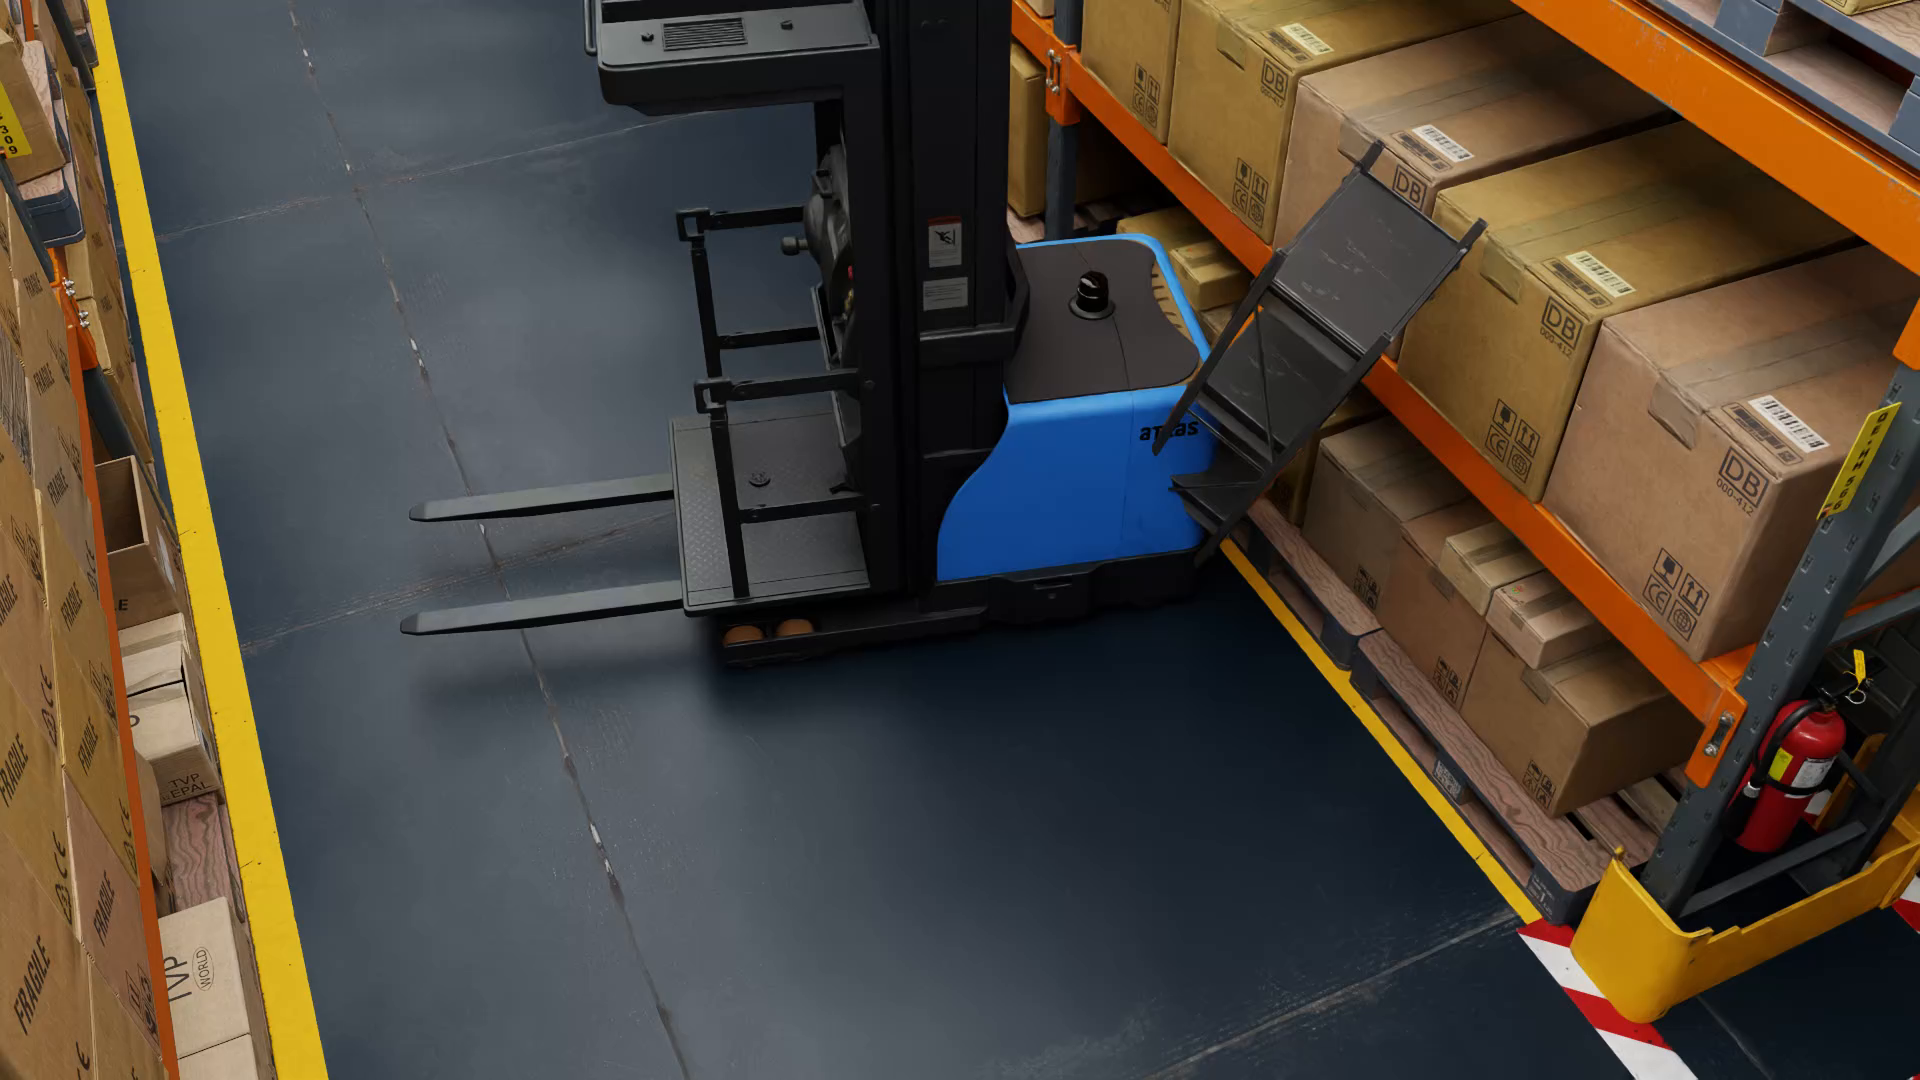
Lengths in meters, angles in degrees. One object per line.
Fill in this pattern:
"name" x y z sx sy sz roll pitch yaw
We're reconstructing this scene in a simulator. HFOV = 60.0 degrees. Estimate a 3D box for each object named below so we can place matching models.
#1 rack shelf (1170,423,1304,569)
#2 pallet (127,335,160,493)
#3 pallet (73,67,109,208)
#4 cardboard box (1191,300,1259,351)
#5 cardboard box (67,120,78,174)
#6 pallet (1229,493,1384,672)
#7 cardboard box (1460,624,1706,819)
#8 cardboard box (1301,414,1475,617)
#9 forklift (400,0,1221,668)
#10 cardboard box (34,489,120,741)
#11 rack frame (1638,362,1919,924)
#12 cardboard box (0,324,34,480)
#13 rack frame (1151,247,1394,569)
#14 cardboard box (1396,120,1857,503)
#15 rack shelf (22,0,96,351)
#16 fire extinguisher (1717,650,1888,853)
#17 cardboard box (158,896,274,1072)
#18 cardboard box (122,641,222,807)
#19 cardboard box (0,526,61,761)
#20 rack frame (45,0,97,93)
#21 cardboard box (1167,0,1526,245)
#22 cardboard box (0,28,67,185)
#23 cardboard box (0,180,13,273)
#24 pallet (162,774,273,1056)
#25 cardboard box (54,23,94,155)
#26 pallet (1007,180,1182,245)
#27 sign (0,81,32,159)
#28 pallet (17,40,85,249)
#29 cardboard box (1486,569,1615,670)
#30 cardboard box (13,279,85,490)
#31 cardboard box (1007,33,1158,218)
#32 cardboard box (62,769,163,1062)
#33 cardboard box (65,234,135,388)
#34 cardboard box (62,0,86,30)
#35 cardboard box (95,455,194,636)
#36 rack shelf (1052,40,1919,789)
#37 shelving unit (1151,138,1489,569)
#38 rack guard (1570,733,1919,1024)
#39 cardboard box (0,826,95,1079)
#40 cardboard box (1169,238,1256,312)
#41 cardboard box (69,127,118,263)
"rack shelf" 0.938 -0.261 6.257 0.431 0.518 0.480 40 70 7
"pallet" -3.998 -0.431 7.036 1.003 0.211 1.213 -18 47 -17
"pallet" -5.024 -1.986 8.612 1.003 0.211 1.213 -18 47 -17
"cardboard box" 1.301 -0.813 6.919 0.700 0.500 0.500 -18 48 -18
"cardboard box" -4.236 -1.787 7.358 0.500 0.250 0.500 -19 48 -18
"pallet" 1.637 -0.103 6.704 1.003 0.211 1.213 -18 47 -17
"cardboard box" 2.168 0.491 5.597 0.700 0.500 0.500 -18 47 -17
"cardboard box" 1.745 -0.148 6.245 0.700 0.500 0.500 -19 48 -19
"forklift" -0.620 -0.965 5.641 3.031 2.935 1.130 -7 45 -7
"cardboard box" -2.526 0.270 4.270 0.500 0.500 0.500 -17 47 -17
"rack frame" 2.553 0.167 4.445 1.000 3.000 0.127 -18 47 -17
"cardboard box" -2.745 -0.415 4.252 0.500 0.500 0.500 -18 47 -17
"rack frame" 0.879 -0.325 5.507 0.400 2.100 0.015 40 70 7
"cardboard box" 2.013 -0.722 5.132 0.980 0.700 0.700 -18 48 -18
"rack shelf" -4.463 -1.935 7.087 1.077 0.370 4.000 -18 47 -17
"fire extinguisher" 2.198 0.560 4.367 0.296 0.674 0.183 -18 47 -17
"cardboard box" -2.332 1.387 4.853 0.500 0.250 0.500 -18 47 -17
"cardboard box" -2.810 0.641 5.565 0.500 0.311 0.500 -18 47 -17
"cardboard box" -2.320 0.229 3.599 0.500 0.500 0.500 -17 47 -17
"rack frame" -5.304 -3.465 8.126 1.000 3.000 0.127 -18 47 -17
"cardboard box" 1.386 -1.671 6.094 0.980 0.700 0.700 -19 48 -18
"cardboard box" -3.618 -1.469 5.733 0.700 0.500 0.500 -34 54 -30
"cardboard box" -3.174 -1.062 4.908 0.500 0.500 0.500 -18 47 -17
"pallet" -2.817 1.293 5.290 1.003 0.211 1.213 -18 47 -17
"cardboard box" -4.698 -2.205 8.316 0.500 0.500 0.500 -16 47 -16
"pallet" 0.478 -1.858 8.483 1.003 0.211 1.213 -18 47 -17
"sign" -3.133 -1.390 5.406 0.100 0.325 0.005 -18 47 -17
"pallet" -3.859 -1.389 6.159 1.003 0.211 1.213 -18 47 -17
"cardboard box" 1.948 0.232 5.398 0.380 0.149 0.250 -19 48 -18
"cardboard box" -2.961 -0.381 4.929 0.500 0.500 0.500 -17 47 -16
"cardboard box" 0.480 -2.142 8.016 0.750 0.750 0.750 -18 47 -17
"cardboard box" -2.109 0.909 3.622 0.500 0.500 0.500 -18 48 -18
"cardboard box" -3.839 -0.900 6.993 0.500 0.500 0.500 -17 47 -17
"cardboard box" -5.258 -3.057 9.371 0.500 0.250 0.500 -18 47 -18
"cardboard box" -3.125 0.096 5.983 0.500 0.500 0.500 -18 47 -17
"rack shelf" 1.712 -0.851 5.989 1.077 0.370 4.000 -18 47 -17
"shelving unit" 1.034 -0.495 5.589 0.431 2.100 0.503 40 70 7
"rack guard" 2.563 1.073 5.307 1.175 0.500 0.348 -18 47 -17
"cardboard box" -1.887 0.881 2.939 0.500 0.500 0.500 -17 47 -16
"cardboard box" 1.071 -1.093 6.741 0.380 0.149 0.250 -17 47 -16
"cardboard box" -4.254 -1.543 7.645 0.500 0.500 0.500 -20 48 -19
